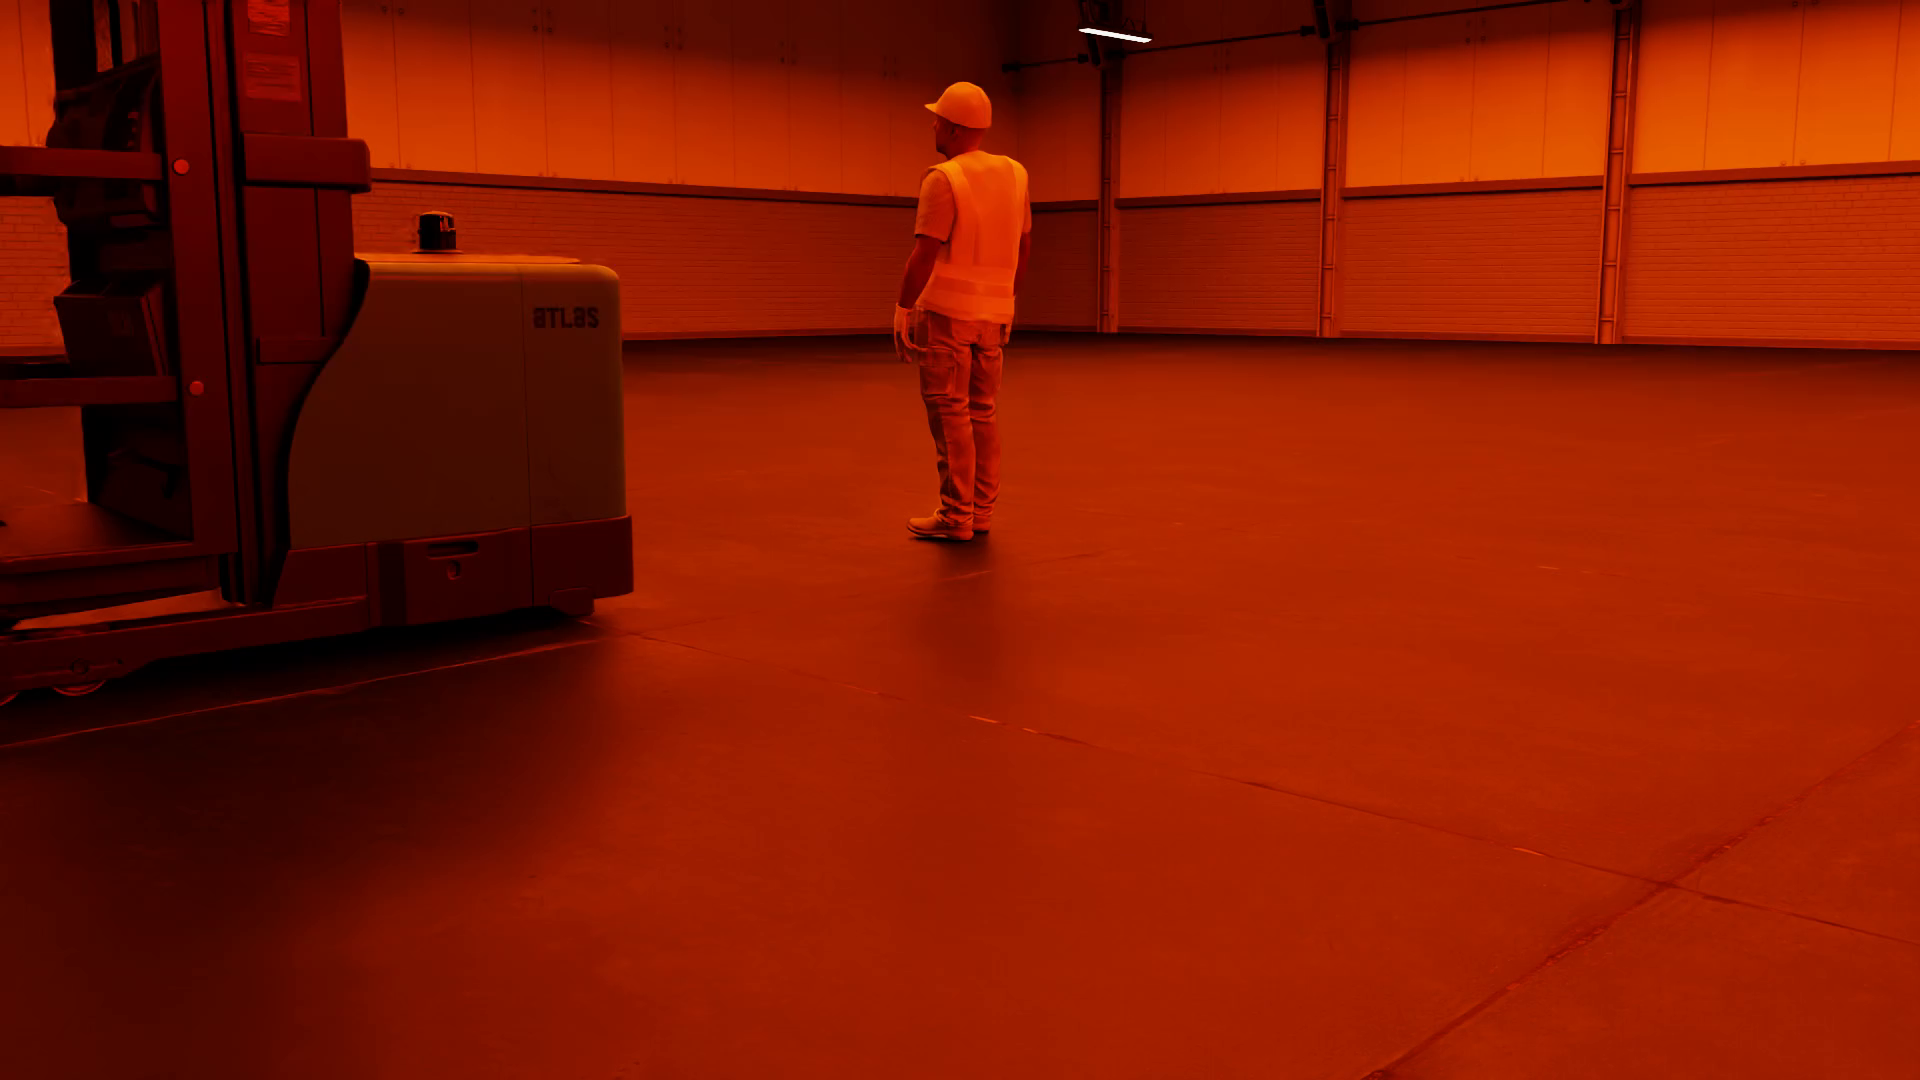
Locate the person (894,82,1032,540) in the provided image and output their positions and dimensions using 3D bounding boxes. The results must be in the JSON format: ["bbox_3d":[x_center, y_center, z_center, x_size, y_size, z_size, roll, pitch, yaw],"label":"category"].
[{"bbox_3d":[-0.046,-0.897,6.639,0.577,1.781,0.656,8,12,43],"label":"person"}]

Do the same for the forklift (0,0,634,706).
[{"bbox_3d":[-2.467,-1.130,4.376,3.031,2.935,1.130,-7,11,-40],"label":"forklift"}]
